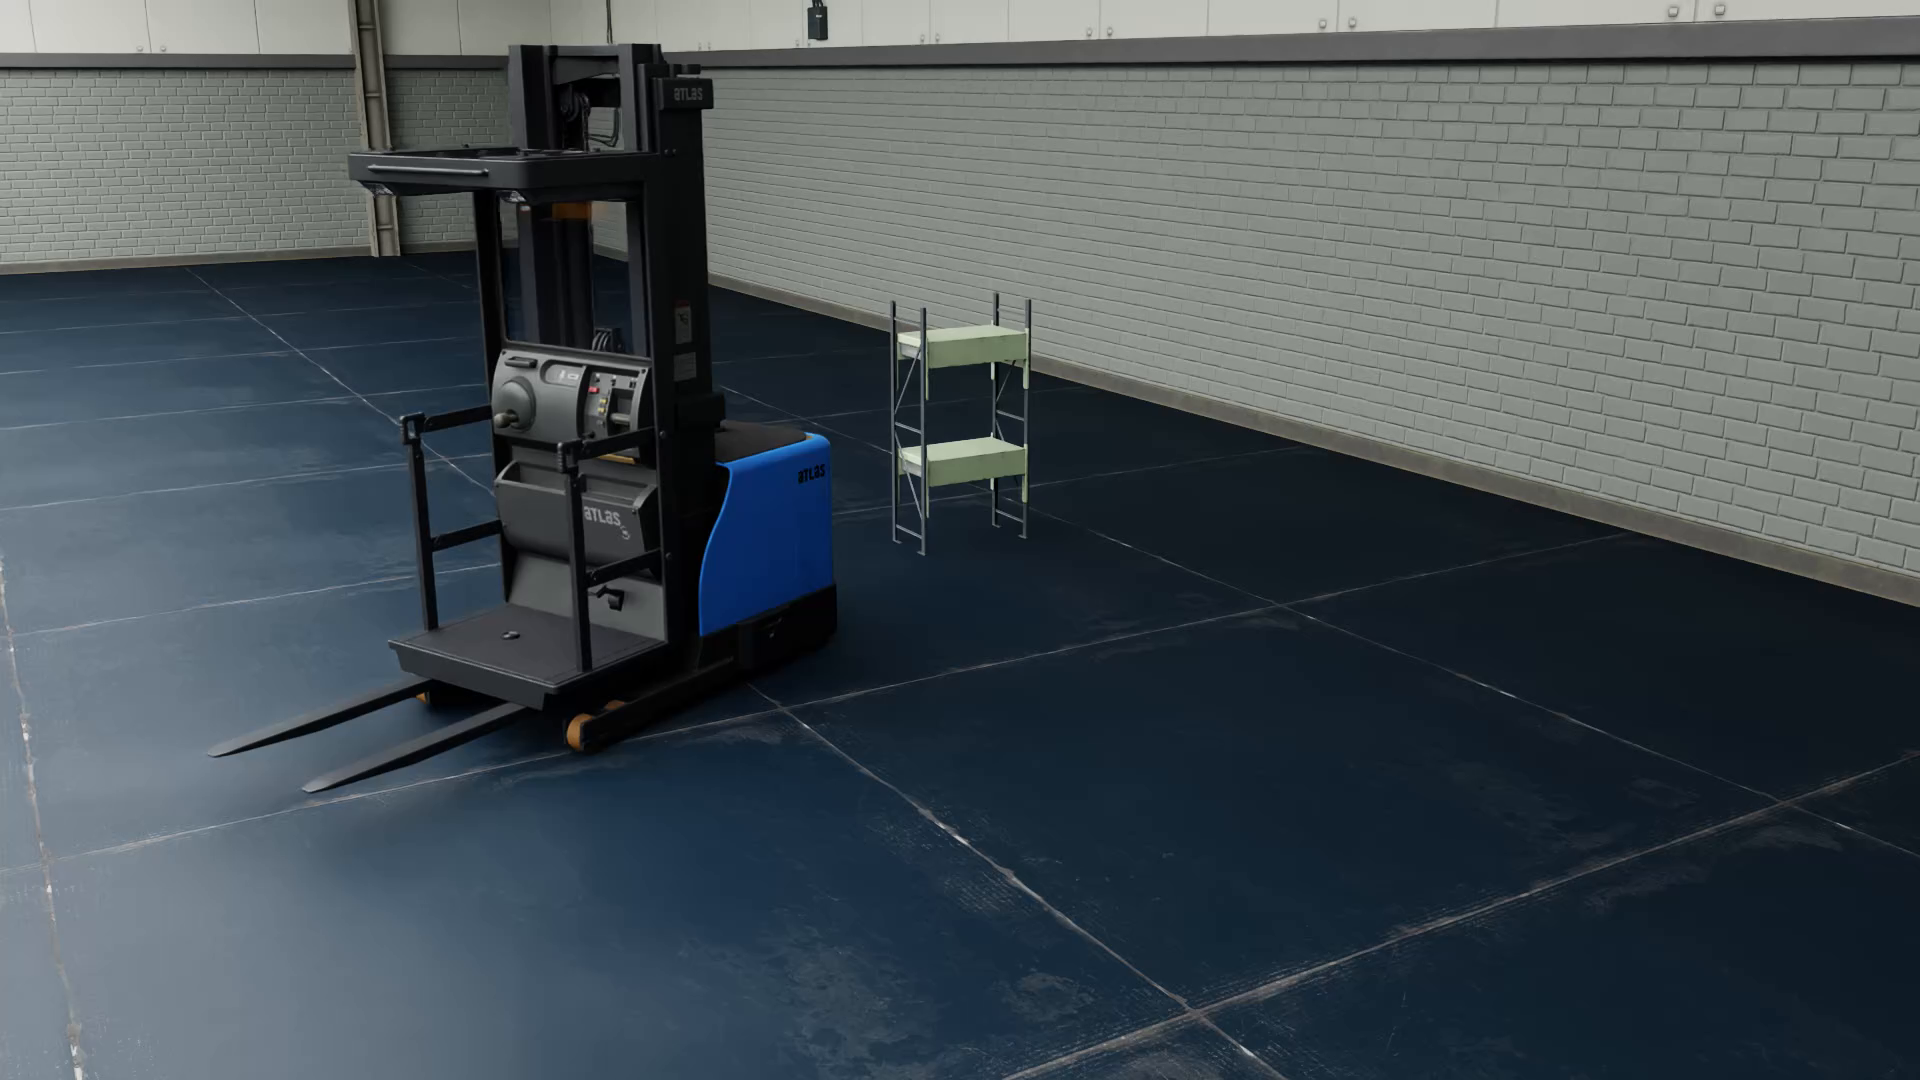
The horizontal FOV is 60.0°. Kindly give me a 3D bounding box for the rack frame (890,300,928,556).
[{"bbox_3d":[-0.308,-0.672,10.029,0.023,1.500,0.400,-9,18,-30],"label":"rack frame"}]

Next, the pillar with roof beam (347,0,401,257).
[{"bbox_3d":[-7.007,-7.911,21.959,0.400,9.000,9.100,-9,18,-30],"label":"pillar with roof beam"}]

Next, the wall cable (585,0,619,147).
[{"bbox_3d":[-6.018,-7.515,26.301,0.112,2.526,3.097,-9,18,-30],"label":"wall cable"}]

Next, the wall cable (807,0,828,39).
[{"bbox_3d":[-1.142,-8.449,17.579,0.169,6.003,2.305,-9,18,-30],"label":"wall cable"}]

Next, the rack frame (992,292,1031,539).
[{"bbox_3d":[0.319,-0.774,10.392,0.023,1.500,0.400,-9,18,-30],"label":"rack frame"}]

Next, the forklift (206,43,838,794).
[{"bbox_3d":[-1.866,-0.642,7.271,1.130,2.935,3.031,10,19,32],"label":"forklift"}]

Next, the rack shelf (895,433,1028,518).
[{"bbox_3d":[0.006,-0.409,10.299,0.720,0.370,0.431,-9,18,-30],"label":"rack shelf"}]

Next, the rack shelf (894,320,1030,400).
[{"bbox_3d":[0.006,-1.099,10.105,0.720,0.370,0.431,-9,18,-30],"label":"rack shelf"}]

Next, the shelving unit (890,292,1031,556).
[{"bbox_3d":[0.006,-0.723,10.211,0.755,1.500,0.431,-9,18,-30],"label":"shelving unit"}]
